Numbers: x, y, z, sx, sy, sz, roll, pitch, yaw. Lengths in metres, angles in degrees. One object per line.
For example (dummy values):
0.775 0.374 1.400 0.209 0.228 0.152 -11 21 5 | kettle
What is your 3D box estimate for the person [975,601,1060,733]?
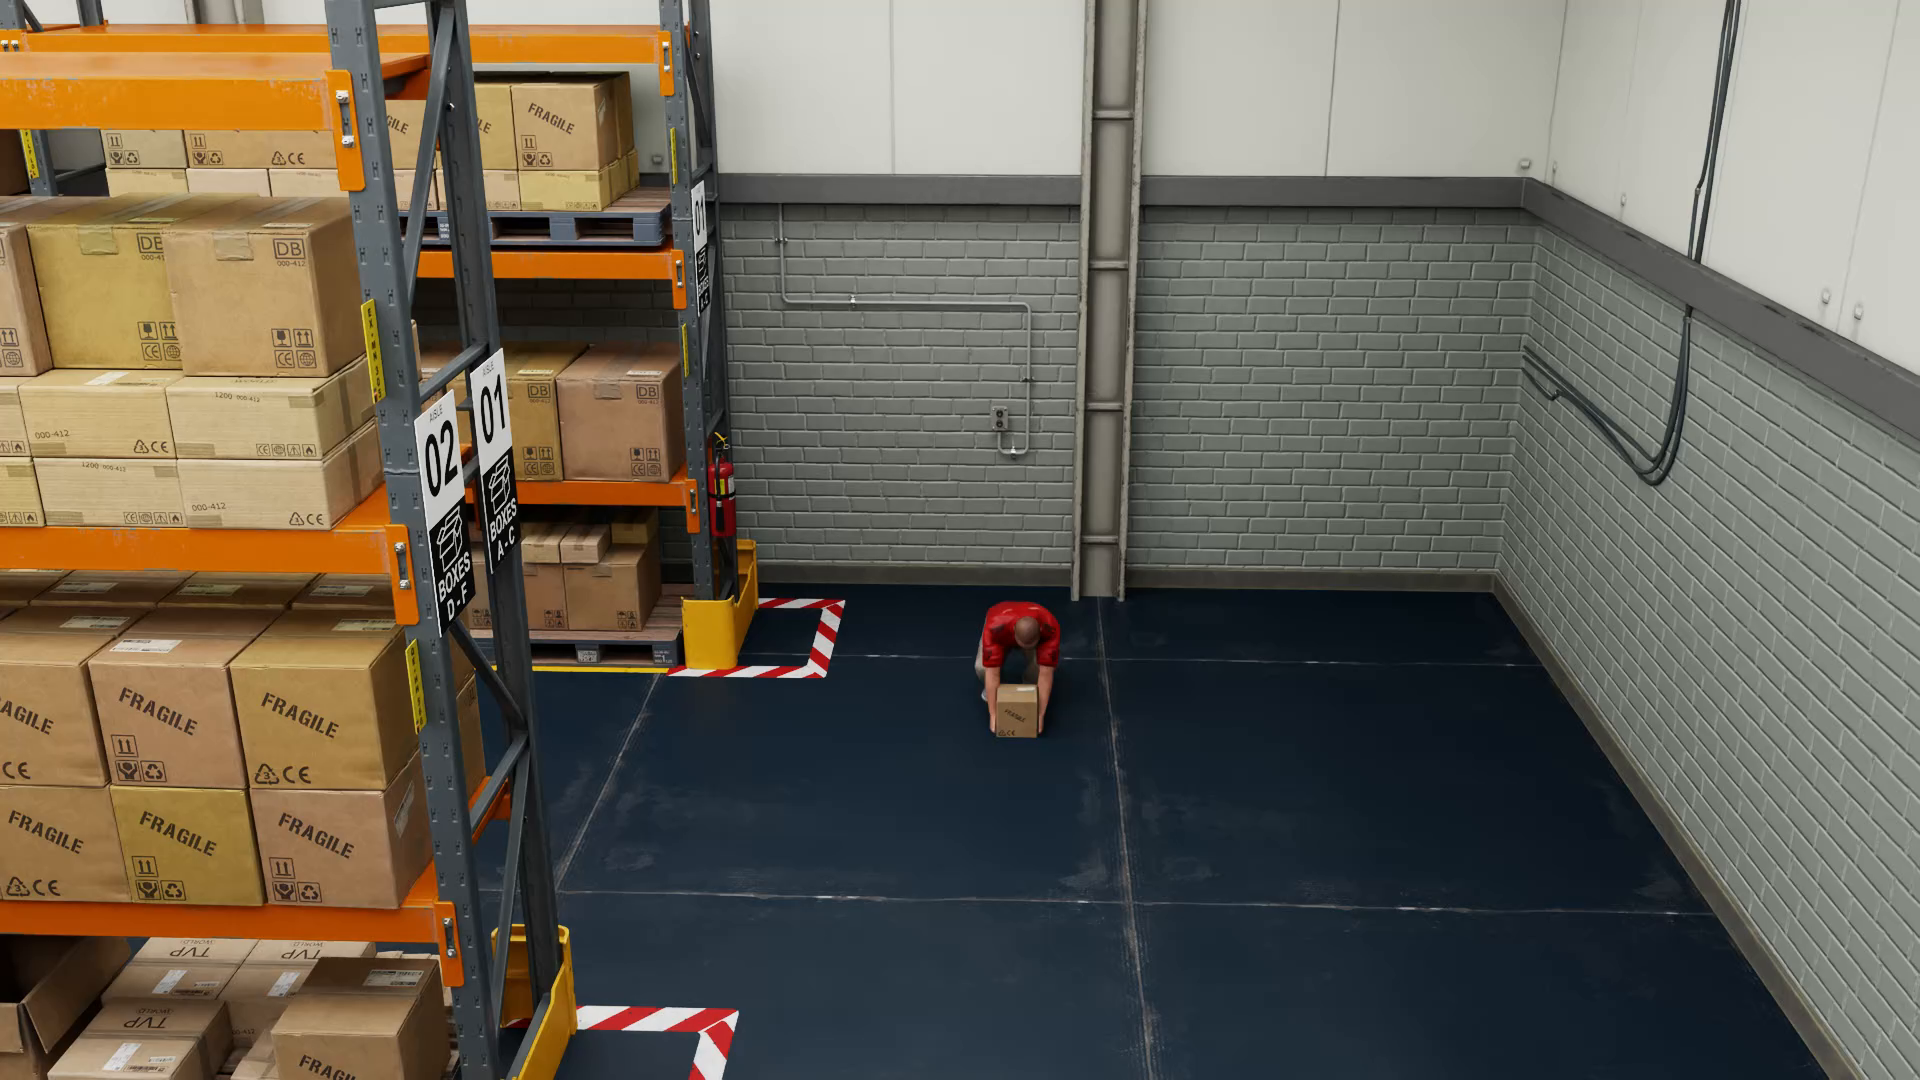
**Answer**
0.362 0.763 10.567 0.537 0.849 0.837 0 21 1 | person
